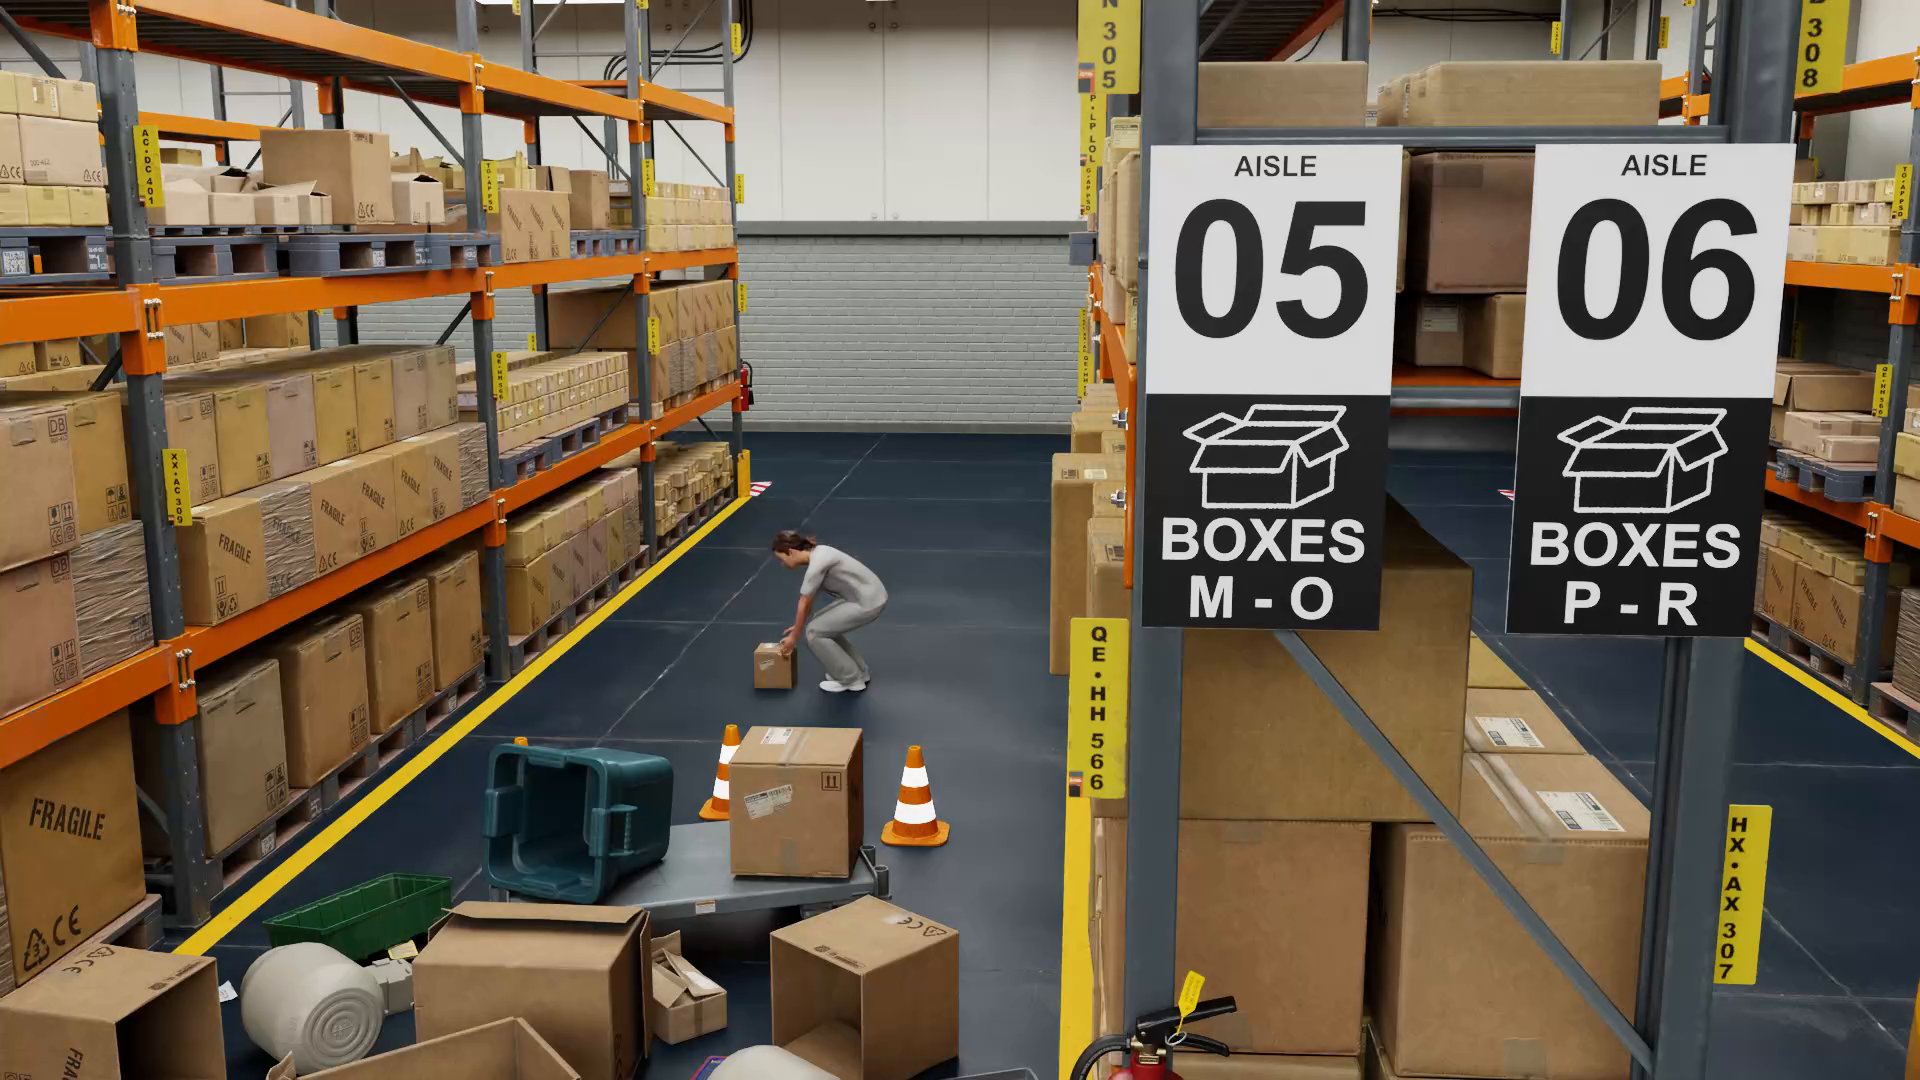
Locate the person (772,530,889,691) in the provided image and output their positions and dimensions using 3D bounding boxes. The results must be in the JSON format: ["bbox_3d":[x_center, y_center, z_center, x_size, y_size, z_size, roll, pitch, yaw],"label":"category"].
[{"bbox_3d":[-0.867,0.462,11.122,0.765,1.075,0.491,1,11,4],"label":"person"}]
